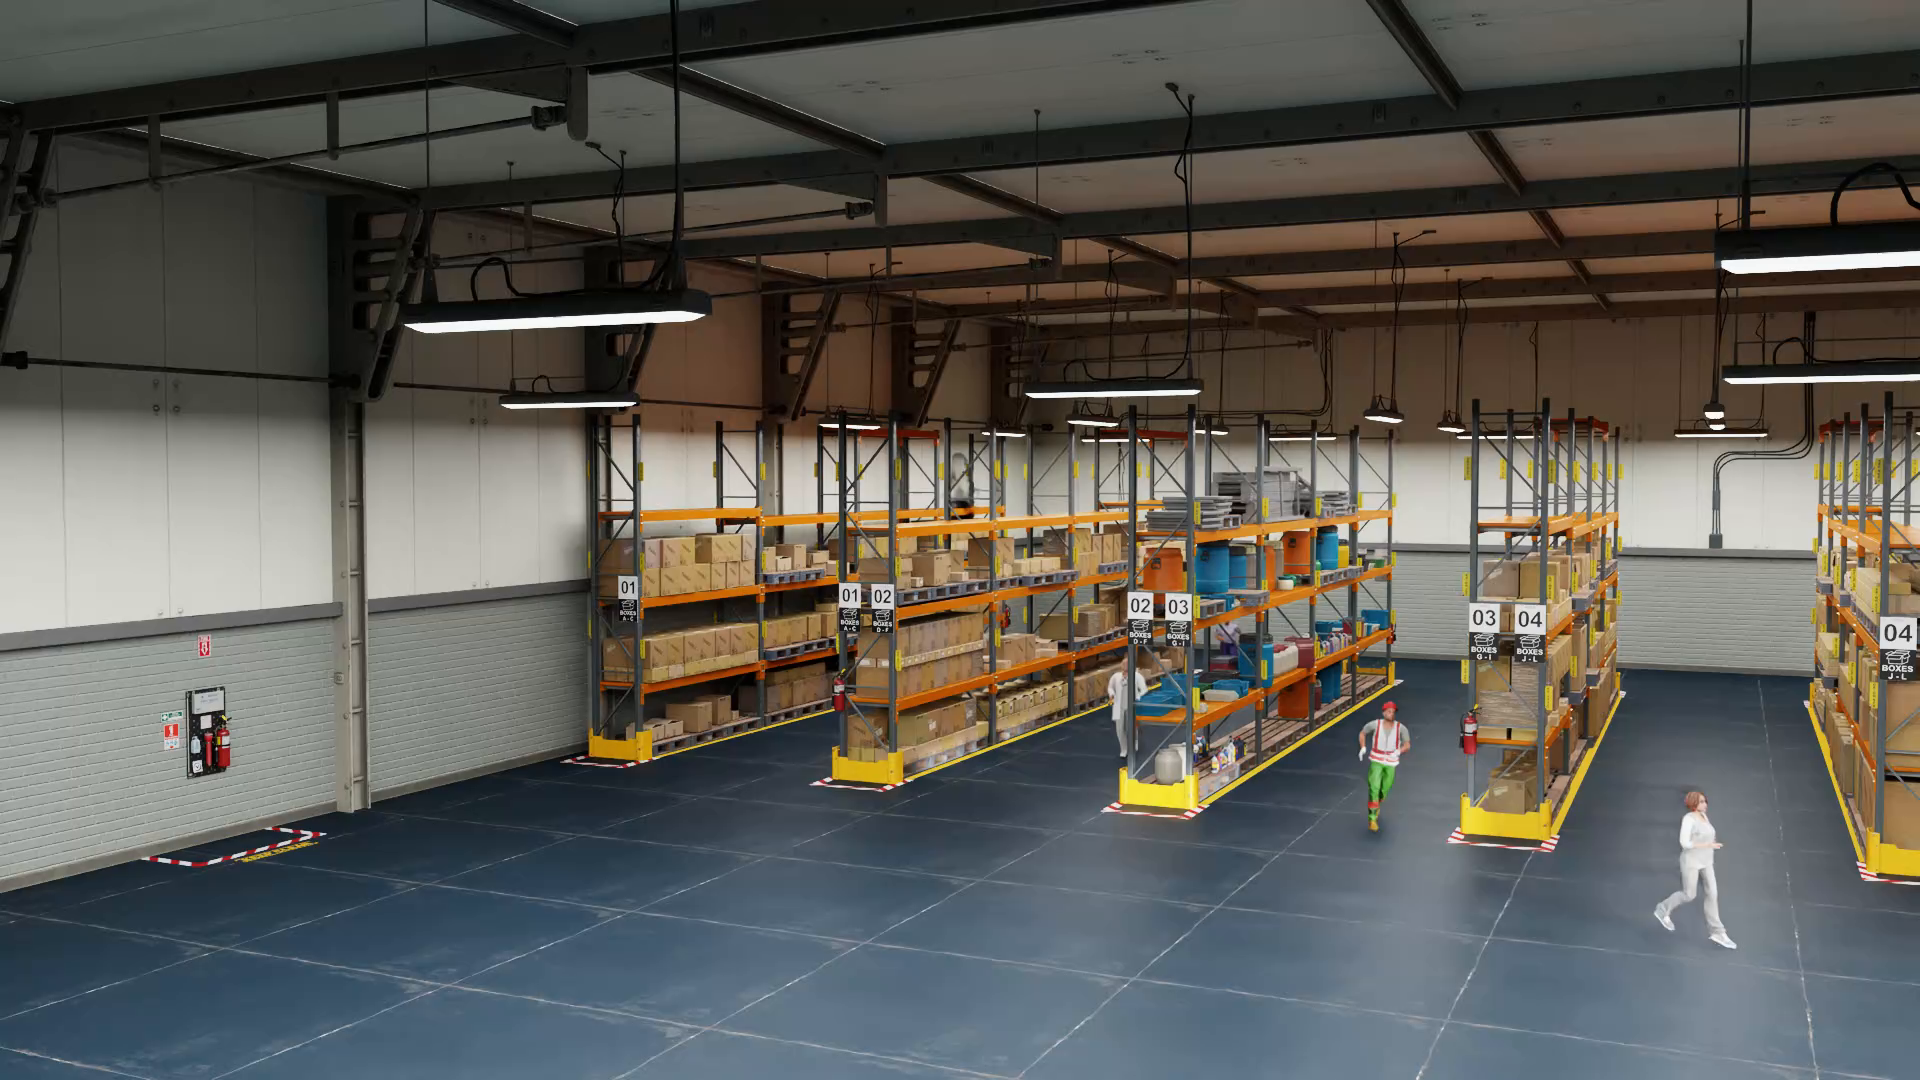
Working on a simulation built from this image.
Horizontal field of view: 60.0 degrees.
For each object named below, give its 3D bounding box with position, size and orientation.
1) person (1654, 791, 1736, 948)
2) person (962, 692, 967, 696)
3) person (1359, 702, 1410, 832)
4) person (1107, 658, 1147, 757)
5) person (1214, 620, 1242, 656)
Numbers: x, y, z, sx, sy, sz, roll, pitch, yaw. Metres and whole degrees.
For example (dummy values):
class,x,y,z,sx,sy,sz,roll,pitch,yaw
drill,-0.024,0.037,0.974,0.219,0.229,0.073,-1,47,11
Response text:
class,x,y,z,sx,sy,sz,roll,pitch,yaw
person,7.790,3.447,17.614,0.534,1.592,0.882,-2,3,-34
person,0.081,2.729,36.080,0.565,1.599,0.573,1,2,12
person,5.992,3.165,23.497,0.705,1.788,0.904,0,2,9
person,2.908,2.933,29.162,0.706,1.725,0.663,1,2,19
person,6.331,2.586,39.322,0.633,1.689,0.626,1,2,14
